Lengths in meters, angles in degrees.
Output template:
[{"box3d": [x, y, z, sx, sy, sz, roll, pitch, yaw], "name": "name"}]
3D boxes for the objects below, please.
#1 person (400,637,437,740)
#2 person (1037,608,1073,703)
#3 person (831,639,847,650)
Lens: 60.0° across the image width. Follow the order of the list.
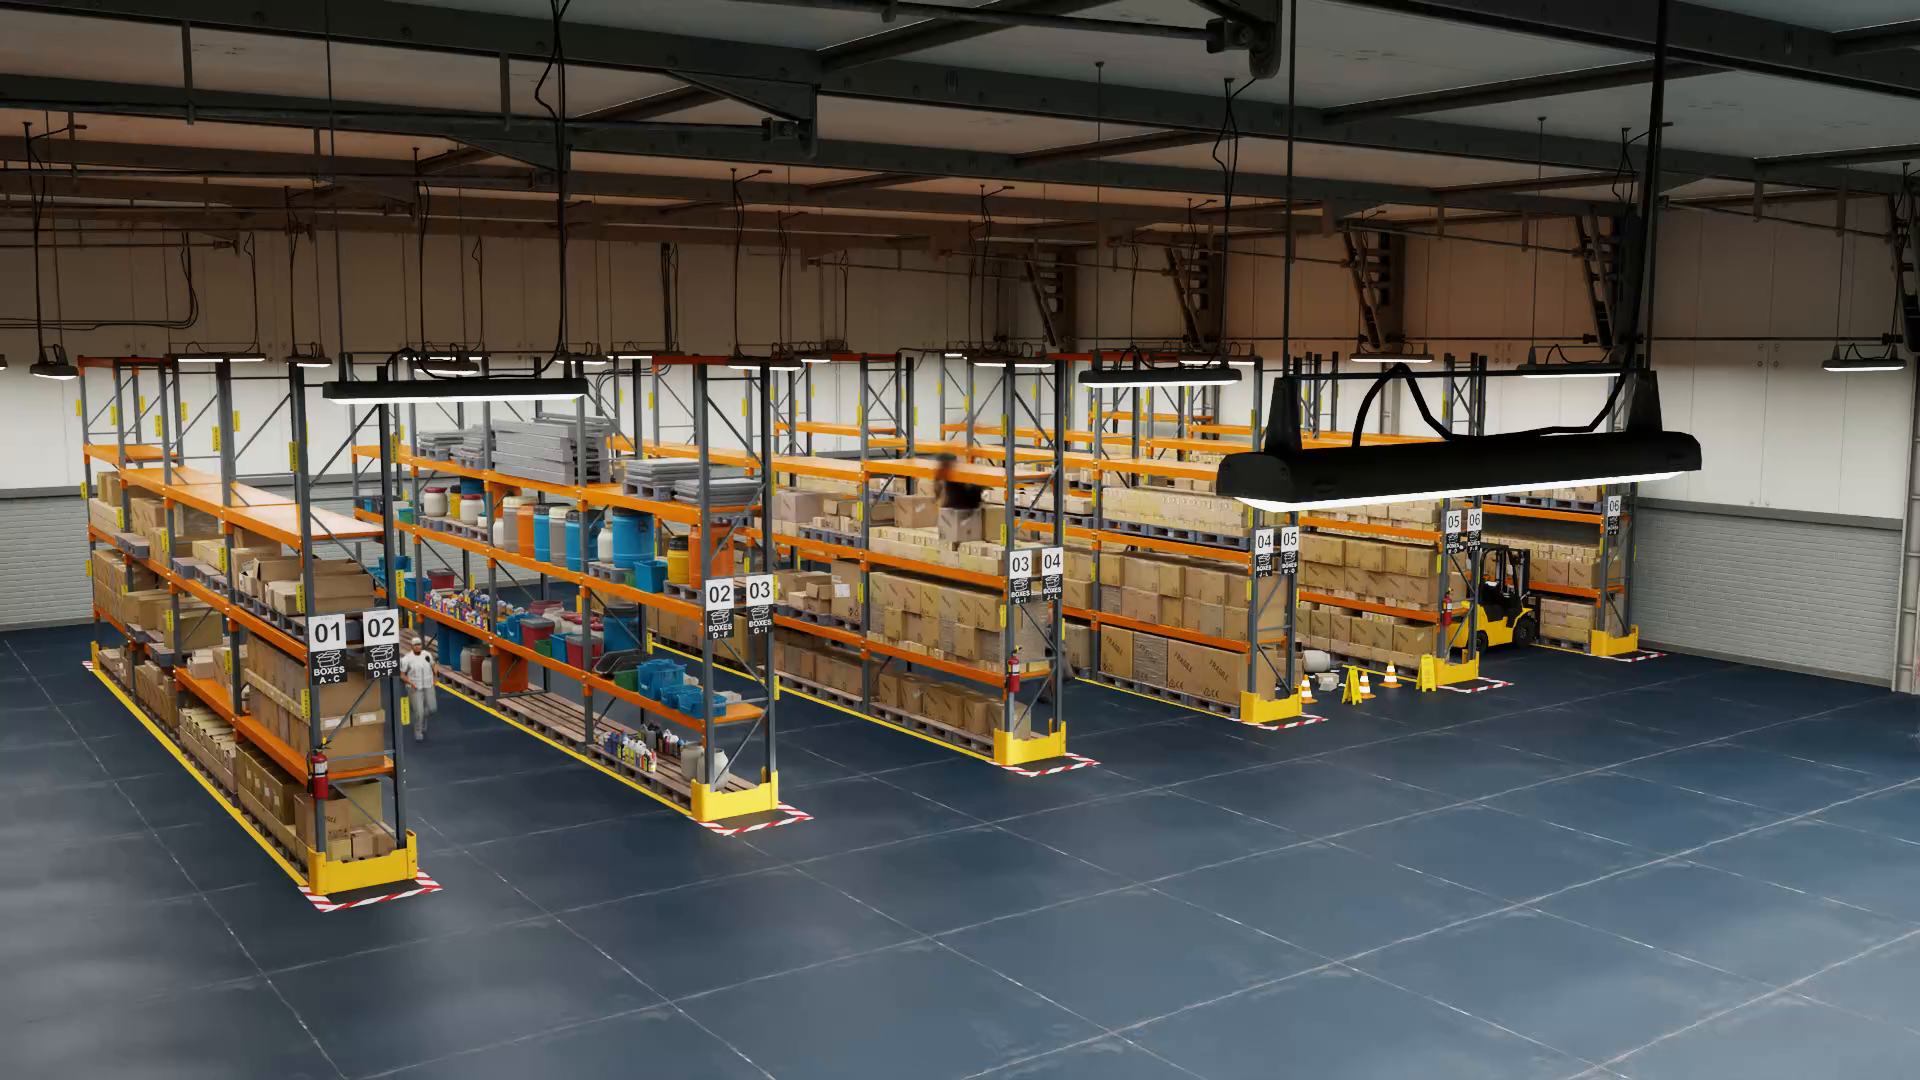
[{"box3d": [-8.538, 2.345, 26.335, 0.612, 1.629, 0.509, -5, 9, -35], "name": "person"}, {"box3d": [1.663, 2.002, 28.782, 0.683, 1.674, 0.755, -6, 9, -40], "name": "person"}, {"box3d": [-2.363, 1.529, 32.939, 0.524, 1.612, 0.841, -5, 9, -37], "name": "person"}]
